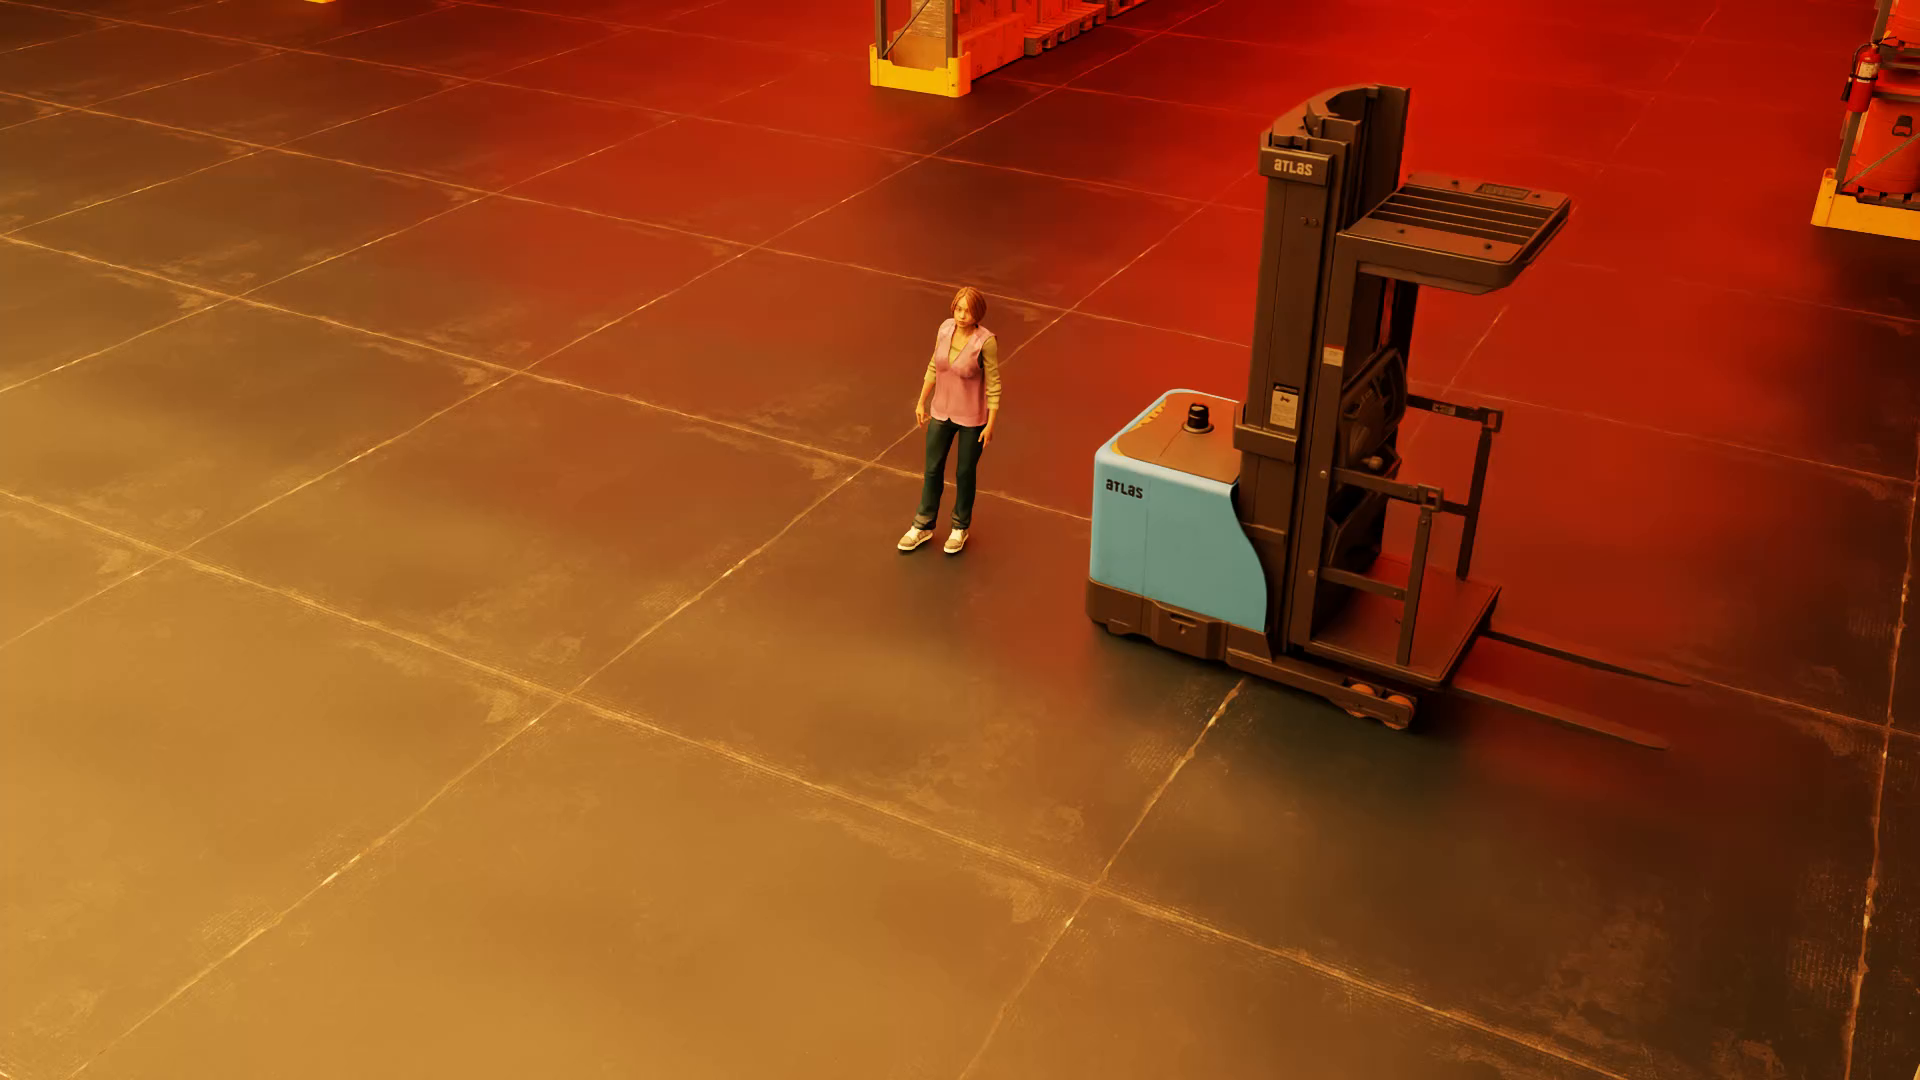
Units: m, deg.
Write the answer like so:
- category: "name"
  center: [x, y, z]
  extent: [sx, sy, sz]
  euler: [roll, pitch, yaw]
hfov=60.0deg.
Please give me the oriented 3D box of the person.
- category: "person"
  center: [-0.048, -0.669, 9.550]
  extent: [0.519, 1.598, 0.475]
  euler: [15, 33, 25]

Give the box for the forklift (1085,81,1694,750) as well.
- category: "forklift"
  center: [2.216, -0.623, 8.150]
  extent: [3.031, 2.935, 1.130]
  euler: [17, 34, 27]
